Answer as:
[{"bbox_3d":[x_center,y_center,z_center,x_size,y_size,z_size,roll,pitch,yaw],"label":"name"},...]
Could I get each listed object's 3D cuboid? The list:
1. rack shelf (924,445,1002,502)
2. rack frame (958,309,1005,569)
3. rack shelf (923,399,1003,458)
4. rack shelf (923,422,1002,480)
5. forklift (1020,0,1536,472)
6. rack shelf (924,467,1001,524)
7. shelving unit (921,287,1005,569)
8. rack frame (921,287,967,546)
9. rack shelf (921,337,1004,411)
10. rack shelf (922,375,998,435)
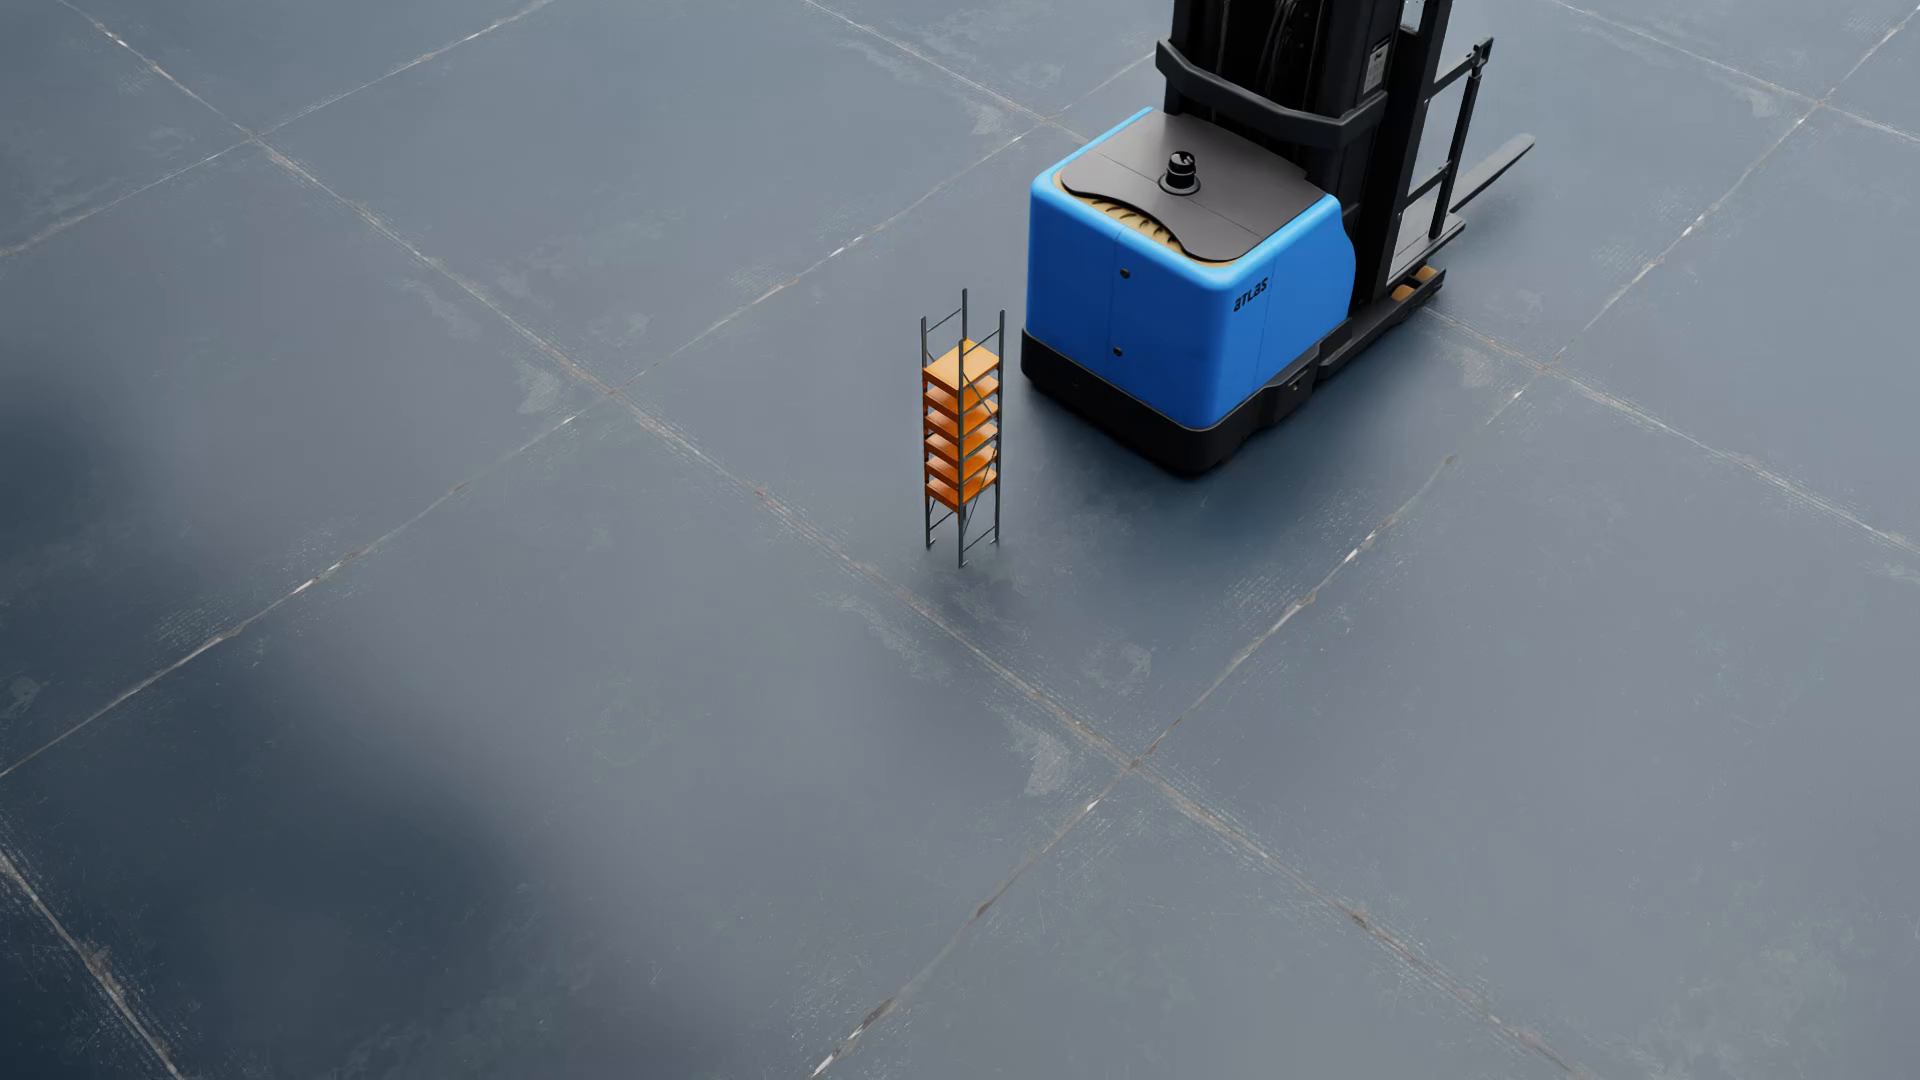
[{"bbox_3d":[0.011,-0.291,6.534,0.180,0.103,0.258,34,55,28],"label":"rack shelf"},{"bbox_3d":[0.078,-0.358,6.372,0.006,1.200,0.240,34,55,28],"label":"rack frame"},{"bbox_3d":[0.011,-0.455,6.359,0.180,0.103,0.258,34,55,28],"label":"rack shelf"},{"bbox_3d":[0.011,-0.373,6.447,0.180,0.103,0.258,34,55,28],"label":"rack shelf"},{"bbox_3d":[1.652,-2.269,6.979,1.130,2.935,3.031,35,56,28],"label":"forklift"},{"bbox_3d":[0.011,-0.209,6.622,0.180,0.103,0.258,34,55,28],"label":"rack shelf"},{"bbox_3d":[0.011,-0.404,6.414,0.189,1.200,0.258,34,55,28],"label":"shelving unit"},{"bbox_3d":[-0.057,-0.449,6.457,0.006,1.200,0.240,34,55,28],"label":"rack frame"},{"bbox_3d":[0.011,-0.620,6.184,0.180,0.103,0.258,34,55,28],"label":"rack shelf"},{"bbox_3d":[0.011,-0.537,6.272,0.180,0.103,0.258,34,55,28],"label":"rack shelf"}]
